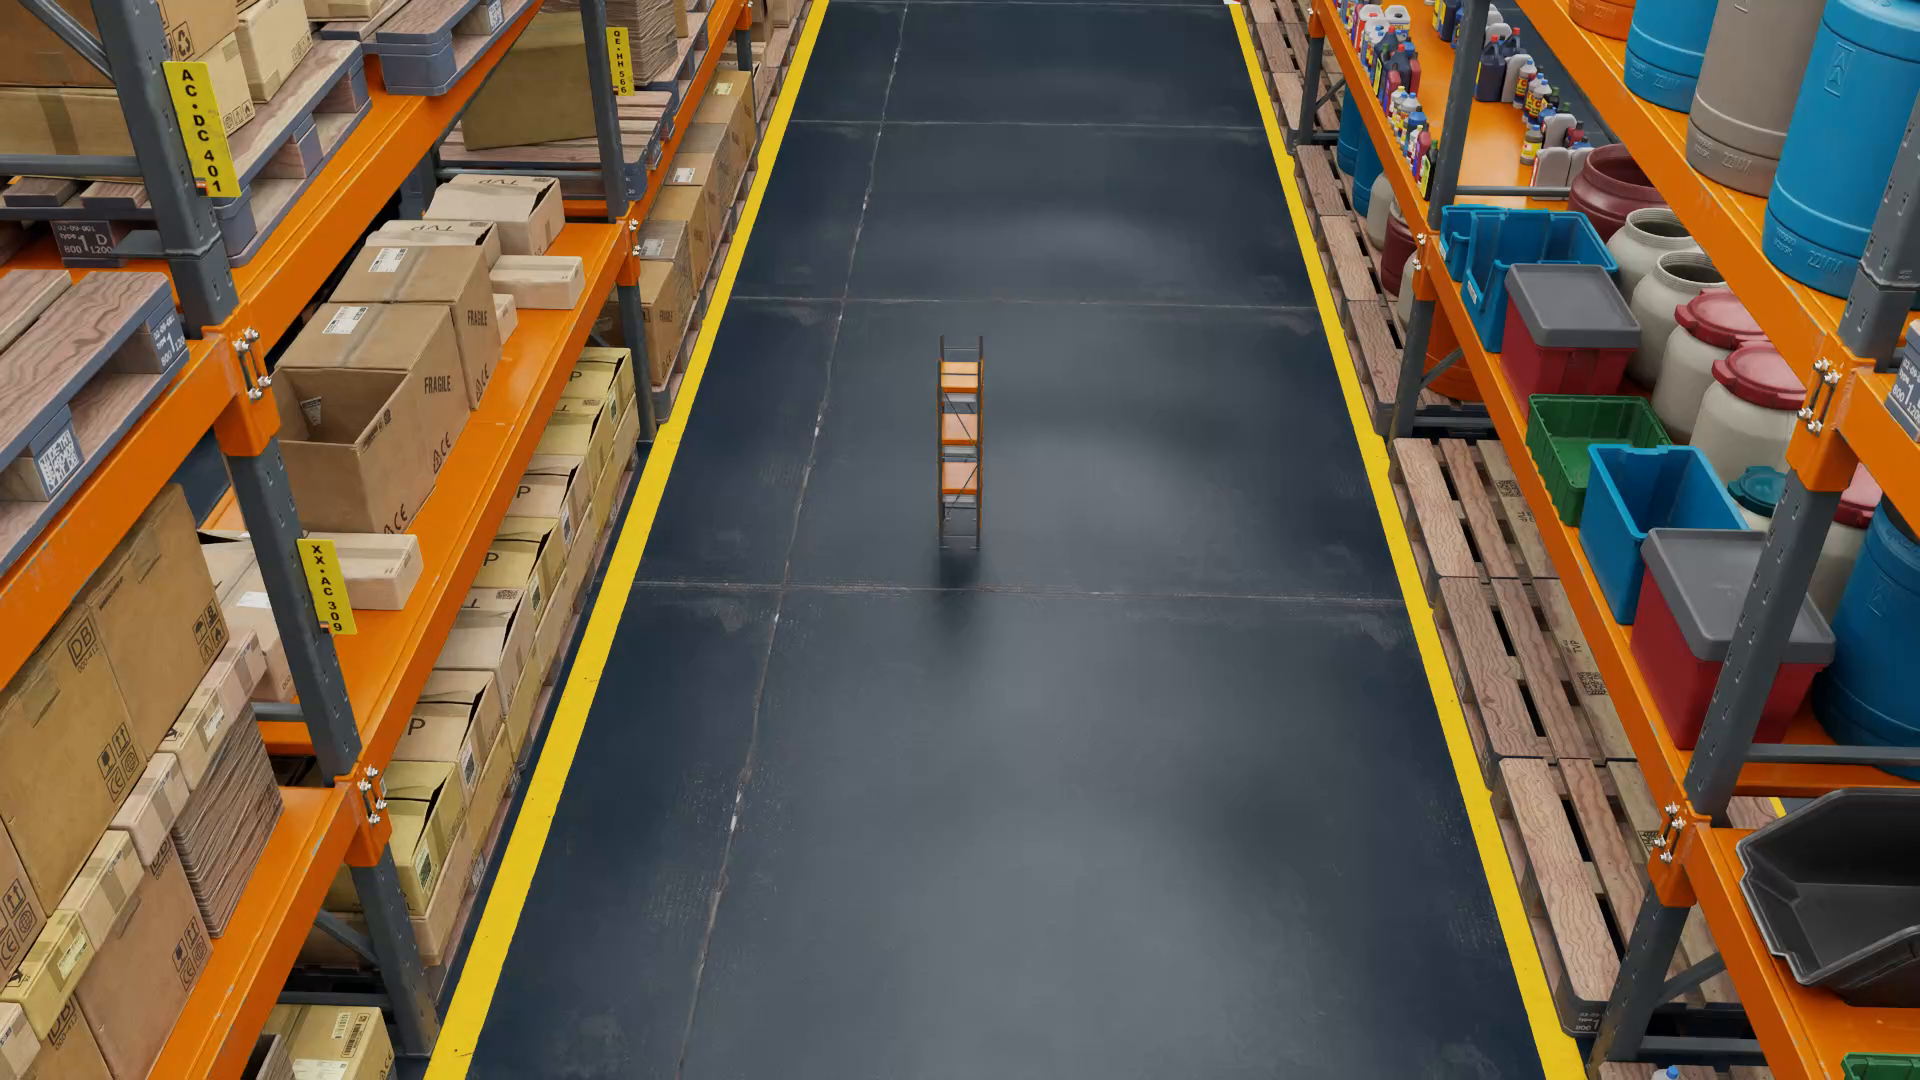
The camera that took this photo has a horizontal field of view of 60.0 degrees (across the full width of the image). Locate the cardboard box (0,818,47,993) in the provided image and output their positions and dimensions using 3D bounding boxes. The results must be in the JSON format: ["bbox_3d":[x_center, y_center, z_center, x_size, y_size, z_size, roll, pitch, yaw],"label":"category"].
[{"bbox_3d":[-2.367,0.769,3.332,0.700,0.500,0.500,1,35,2],"label":"cardboard box"}]

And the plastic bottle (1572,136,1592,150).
[{"bbox_3d":[3.166,-1.929,8.497,0.097,0.271,0.097,0,35,0],"label":"plastic bottle"}]

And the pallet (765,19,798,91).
[{"bbox_3d":[-1.920,-4.045,13.822,1.003,0.211,1.213,1,35,2],"label":"pallet"}]

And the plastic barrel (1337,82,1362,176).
[{"bbox_3d":[2.916,-2.973,11.332,0.600,0.901,0.708,1,35,2],"label":"plastic barrel"}]

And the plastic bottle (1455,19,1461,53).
[{"bbox_3d":[3.096,-3.101,10.165,0.097,0.271,0.097,0,35,0],"label":"plastic bottle"}]

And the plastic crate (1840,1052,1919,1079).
[{"bbox_3d":[2.297,1.484,3.714,0.450,0.188,0.662,1,35,2],"label":"plastic crate"}]

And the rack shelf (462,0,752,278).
[{"bbox_3d":[-2.075,-2.645,10.031,1.077,0.370,4.000,1,35,2],"label":"rack shelf"}]

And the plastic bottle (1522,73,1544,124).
[{"bbox_3d":[3.203,-2.460,9.253,0.097,0.271,0.097,0,35,0],"label":"plastic bottle"}]

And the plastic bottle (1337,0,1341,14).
[{"bbox_3d":[2.522,-3.547,10.861,0.097,0.201,0.097,0,35,0],"label":"plastic bottle"}]

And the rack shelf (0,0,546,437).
[{"bbox_3d":[-2.236,-1.574,5.899,1.077,0.370,4.000,1,35,2],"label":"rack shelf"}]

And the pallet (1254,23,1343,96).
[{"bbox_3d":[2.992,-3.957,13.697,1.003,0.211,1.213,1,35,2],"label":"pallet"}]

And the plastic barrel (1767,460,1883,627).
[{"bbox_3d":[2.891,0.024,5.489,0.433,0.535,0.433,0,35,0],"label":"plastic barrel"}]

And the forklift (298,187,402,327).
[{"bbox_3d":[-4.398,-2.663,9.489,1.130,2.935,3.031,1,35,1],"label":"forklift"}]

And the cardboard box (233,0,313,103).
[{"bbox_3d":[-2.262,-1.500,4.932,0.500,0.250,0.500,-2,35,-3],"label":"cardboard box"}]

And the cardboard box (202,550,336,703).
[{"bbox_3d":[-2.340,0.285,5.366,0.500,0.250,0.500,3,35,5],"label":"cardboard box"}]

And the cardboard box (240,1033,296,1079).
[{"bbox_3d":[-2.148,1.712,4.579,0.500,0.500,0.500,1,35,2],"label":"cardboard box"}]

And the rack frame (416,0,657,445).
[{"bbox_3d":[-2.155,-1.791,8.189,1.000,3.000,0.127,1,35,2],"label":"rack frame"}]

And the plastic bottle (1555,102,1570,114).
[{"bbox_3d":[3.204,-2.209,8.886,0.061,0.283,0.133,1,35,2],"label":"plastic bottle"}]

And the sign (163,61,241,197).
[{"bbox_3d":[-1.761,-0.952,3.868,0.100,0.325,0.005,1,35,2],"label":"sign"}]

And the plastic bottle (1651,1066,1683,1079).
[{"bbox_3d":[2.182,1.733,5.165,0.097,0.271,0.097,0,35,0],"label":"plastic bottle"}]

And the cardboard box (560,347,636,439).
[{"bbox_3d":[-1.930,-0.760,8.261,0.500,0.311,0.500,2,35,3],"label":"cardboard box"}]

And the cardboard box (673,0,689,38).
[{"bbox_3d":[-2.004,-3.285,9.863,0.700,0.500,0.500,-7,36,-10],"label":"cardboard box"}]

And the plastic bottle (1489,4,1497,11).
[{"bbox_3d":[3.227,-3.188,10.285,0.152,0.276,0.135,1,35,2],"label":"plastic bottle"}]

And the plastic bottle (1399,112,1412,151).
[{"bbox_3d":[2.428,-2.201,8.946,0.097,0.201,0.097,0,35,0],"label":"plastic bottle"}]

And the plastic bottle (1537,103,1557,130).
[{"bbox_3d":[3.124,-2.196,8.878,0.097,0.271,0.097,0,35,0],"label":"plastic bottle"}]

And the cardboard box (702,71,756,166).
[{"bbox_3d":[-1.728,-2.956,11.639,0.500,0.500,0.500,1,35,2],"label":"cardboard box"}]

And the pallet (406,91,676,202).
[{"bbox_3d":[-2.198,-2.103,8.801,1.213,0.211,1.003,1,35,2],"label":"pallet"}]

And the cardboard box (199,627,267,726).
[{"bbox_3d":[-2.113,0.362,4.475,0.380,0.149,0.250,1,35,2],"label":"cardboard box"}]

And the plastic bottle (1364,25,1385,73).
[{"bbox_3d":[2.477,-2.931,9.924,0.097,0.271,0.097,0,35,0],"label":"plastic bottle"}]

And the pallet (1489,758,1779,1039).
[{"bbox_3d":[2.626,1.313,6.198,1.003,0.211,1.213,1,35,2],"label":"pallet"}]

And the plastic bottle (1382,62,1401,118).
[{"bbox_3d":[2.430,-2.525,9.336,0.061,0.283,0.133,1,35,2],"label":"plastic bottle"}]

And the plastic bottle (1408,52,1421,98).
[{"bbox_3d":[2.581,-2.628,9.482,0.061,0.283,0.133,1,35,2],"label":"plastic bottle"}]

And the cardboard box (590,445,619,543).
[{"bbox_3d":[-1.950,-0.233,7.999,0.500,0.250,0.500,1,35,1],"label":"cardboard box"}]

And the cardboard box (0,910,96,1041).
[{"bbox_3d":[-2.155,0.947,3.643,0.380,0.149,0.250,1,35,2],"label":"cardboard box"}]

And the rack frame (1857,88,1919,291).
[{"bbox_3d":[2.633,-1.830,3.028,1.000,3.000,0.127,1,35,2],"label":"rack frame"}]

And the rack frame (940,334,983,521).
[{"bbox_3d":[0.007,-0.530,8.092,0.200,1.050,0.008,1,35,2],"label":"rack frame"}]

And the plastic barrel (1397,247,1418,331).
[{"bbox_3d":[2.730,-1.436,9.483,0.421,0.512,0.421,0,35,0],"label":"plastic barrel"}]

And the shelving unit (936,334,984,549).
[{"bbox_3d":[0.002,-0.460,7.992,0.215,1.050,0.252,1,35,2],"label":"shelving unit"}]

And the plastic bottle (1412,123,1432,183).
[{"bbox_3d":[2.393,-2.001,8.590,0.061,0.283,0.133,1,35,2],"label":"plastic bottle"}]

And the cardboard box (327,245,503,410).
[{"bbox_3d":[-2.206,-0.867,6.788,0.500,0.500,0.500,0,35,-1],"label":"cardboard box"}]

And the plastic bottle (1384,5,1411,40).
[{"bbox_3d":[2.670,-3.129,10.201,0.152,0.276,0.135,1,35,2],"label":"plastic bottle"}]

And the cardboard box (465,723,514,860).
[{"bbox_3d":[-2.030,0.941,6.328,0.500,0.250,0.500,2,35,3],"label":"cardboard box"}]

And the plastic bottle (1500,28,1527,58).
[{"bbox_3d":[3.200,-2.784,9.645,0.144,0.351,0.185,1,35,2],"label":"plastic bottle"}]

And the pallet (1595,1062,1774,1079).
[{"bbox_3d":[2.565,2.150,5.007,1.003,0.211,1.213,1,35,2],"label":"pallet"}]

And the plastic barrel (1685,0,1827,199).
[{"bbox_3d":[2.463,-1.481,4.704,0.600,0.901,0.600,0,35,0],"label":"plastic barrel"}]

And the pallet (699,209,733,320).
[{"bbox_3d":[-2.036,-1.777,10.595,1.003,0.211,1.213,1,35,2],"label":"pallet"}]

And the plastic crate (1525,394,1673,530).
[{"bbox_3d":[2.421,-0.296,6.247,0.450,0.188,0.662,1,35,2],"label":"plastic crate"}]

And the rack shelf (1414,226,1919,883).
[{"bbox_3d":[2.714,-0.231,6.595,1.077,0.370,4.000,1,35,2],"label":"rack shelf"}]

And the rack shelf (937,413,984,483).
[{"bbox_3d":[0.002,-0.452,7.998,0.215,0.259,0.240,1,35,2],"label":"rack shelf"}]

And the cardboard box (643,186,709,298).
[{"bbox_3d":[-1.811,-1.792,9.982,0.500,0.500,0.500,1,35,1],"label":"cardboard box"}]

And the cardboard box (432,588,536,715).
[{"bbox_3d":[-2.005,0.415,6.590,0.500,0.311,0.500,0,35,0],"label":"cardboard box"}]

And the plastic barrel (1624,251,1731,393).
[{"bbox_3d":[2.949,-0.882,6.799,0.421,0.512,0.421,0,35,0],"label":"plastic barrel"}]

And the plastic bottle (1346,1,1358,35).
[{"bbox_3d":[2.505,-3.302,10.512,0.097,0.201,0.097,0,35,0],"label":"plastic bottle"}]

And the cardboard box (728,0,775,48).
[{"bbox_3d":[-1.924,-4.327,13.586,0.797,0.503,0.637,1,35,2],"label":"cardboard box"}]

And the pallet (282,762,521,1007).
[{"bbox_3d":[-2.325,1.224,6.325,1.003,0.211,1.213,1,35,2],"label":"pallet"}]
